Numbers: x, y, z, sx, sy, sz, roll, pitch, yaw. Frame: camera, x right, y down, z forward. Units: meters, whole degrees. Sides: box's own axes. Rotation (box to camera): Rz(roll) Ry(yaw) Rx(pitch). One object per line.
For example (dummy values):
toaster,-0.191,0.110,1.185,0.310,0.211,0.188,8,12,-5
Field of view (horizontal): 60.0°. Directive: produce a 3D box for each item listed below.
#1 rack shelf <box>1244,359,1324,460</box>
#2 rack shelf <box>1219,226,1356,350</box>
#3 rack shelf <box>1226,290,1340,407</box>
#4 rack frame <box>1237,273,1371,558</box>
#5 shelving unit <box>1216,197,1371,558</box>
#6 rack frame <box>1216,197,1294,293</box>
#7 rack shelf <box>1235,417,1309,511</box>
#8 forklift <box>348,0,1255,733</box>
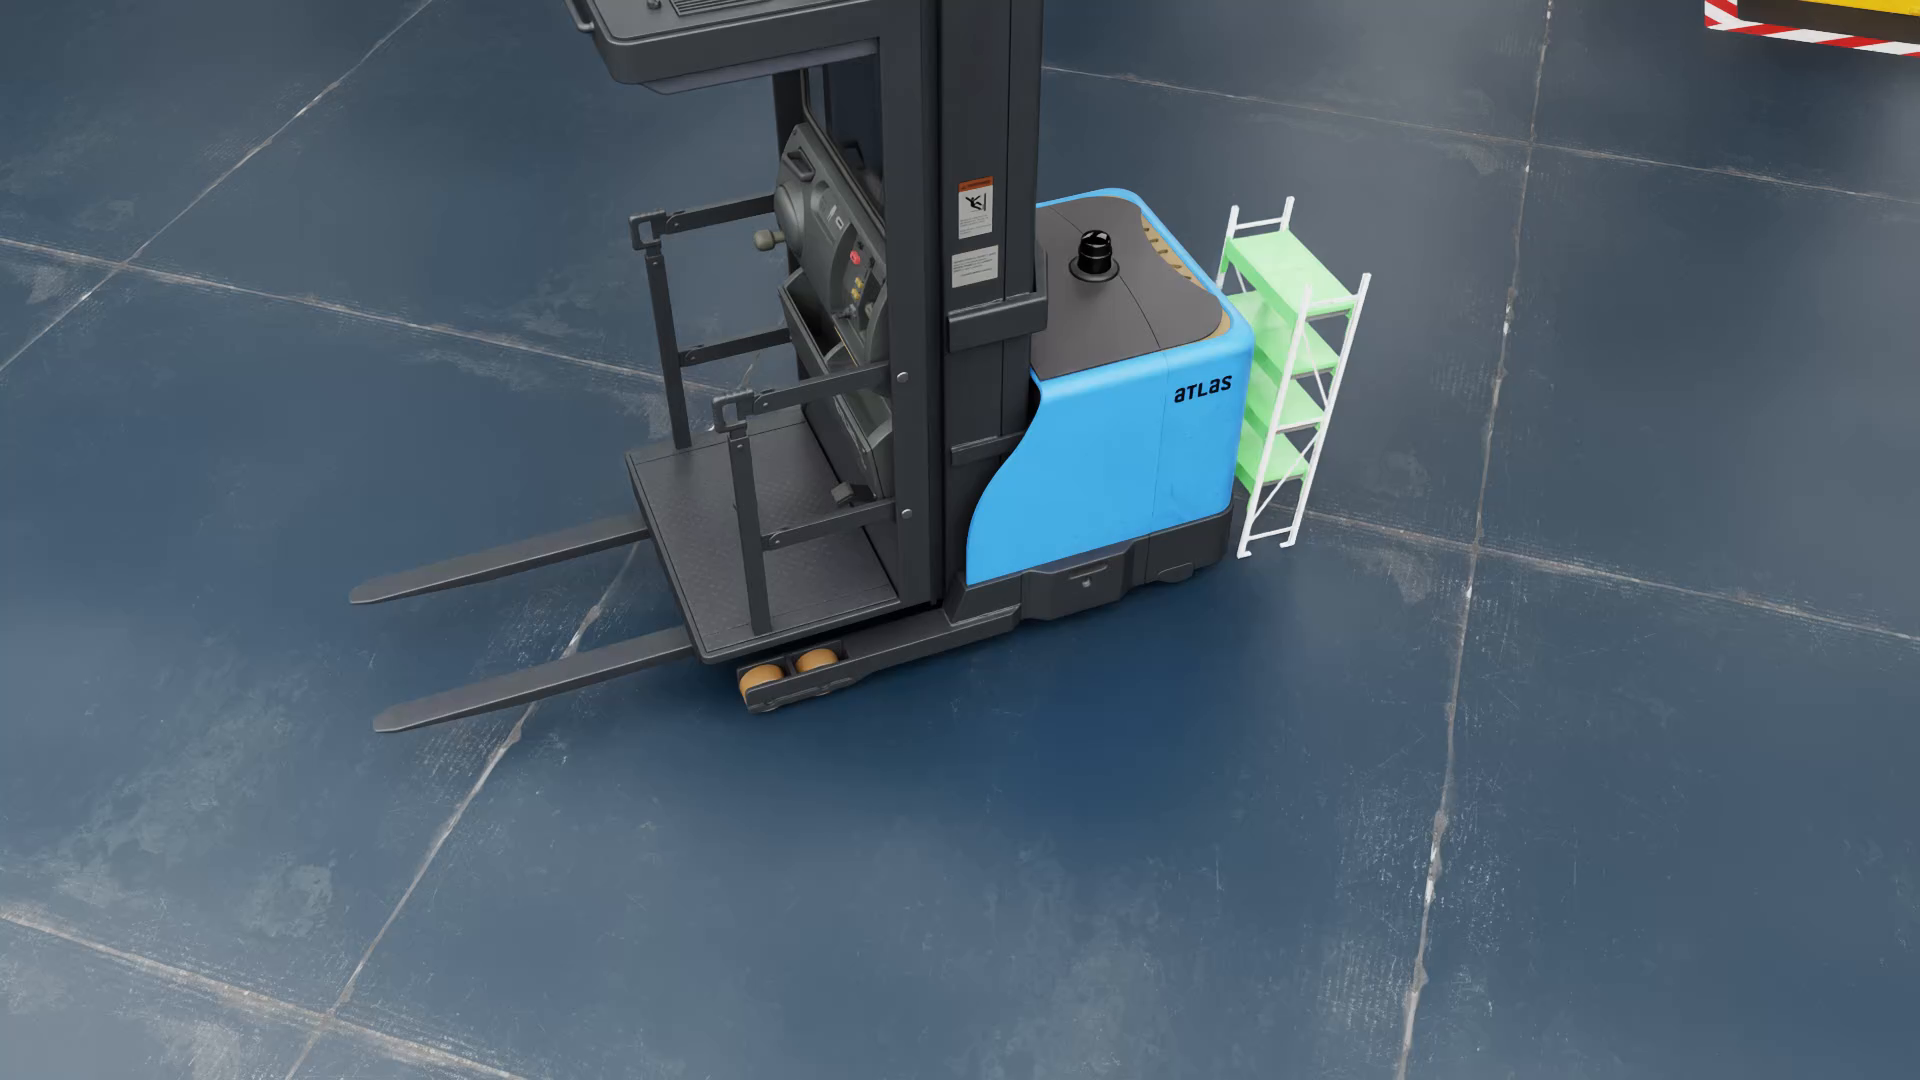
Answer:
rack shelf,1.085,-0.514,5.995,0.258,0.148,0.480,-13,46,-19
rack shelf,1.120,-0.866,5.670,0.258,0.148,0.480,-13,46,-19
rack shelf,1.103,-0.690,5.833,0.258,0.148,0.480,-13,46,-19
rack frame,1.182,-0.403,5.790,0.240,1.200,0.015,-13,46,-19
shelving unit,1.090,-0.561,5.952,0.258,1.200,0.503,-13,46,-19
rack frame,0.997,-0.719,6.113,0.240,1.200,0.015,-13,46,-19
rack shelf,1.067,-0.338,6.157,0.258,0.148,0.480,-13,46,-19
forklift,-0.585,-0.884,5.058,3.031,2.935,1.130,-16,46,-15
